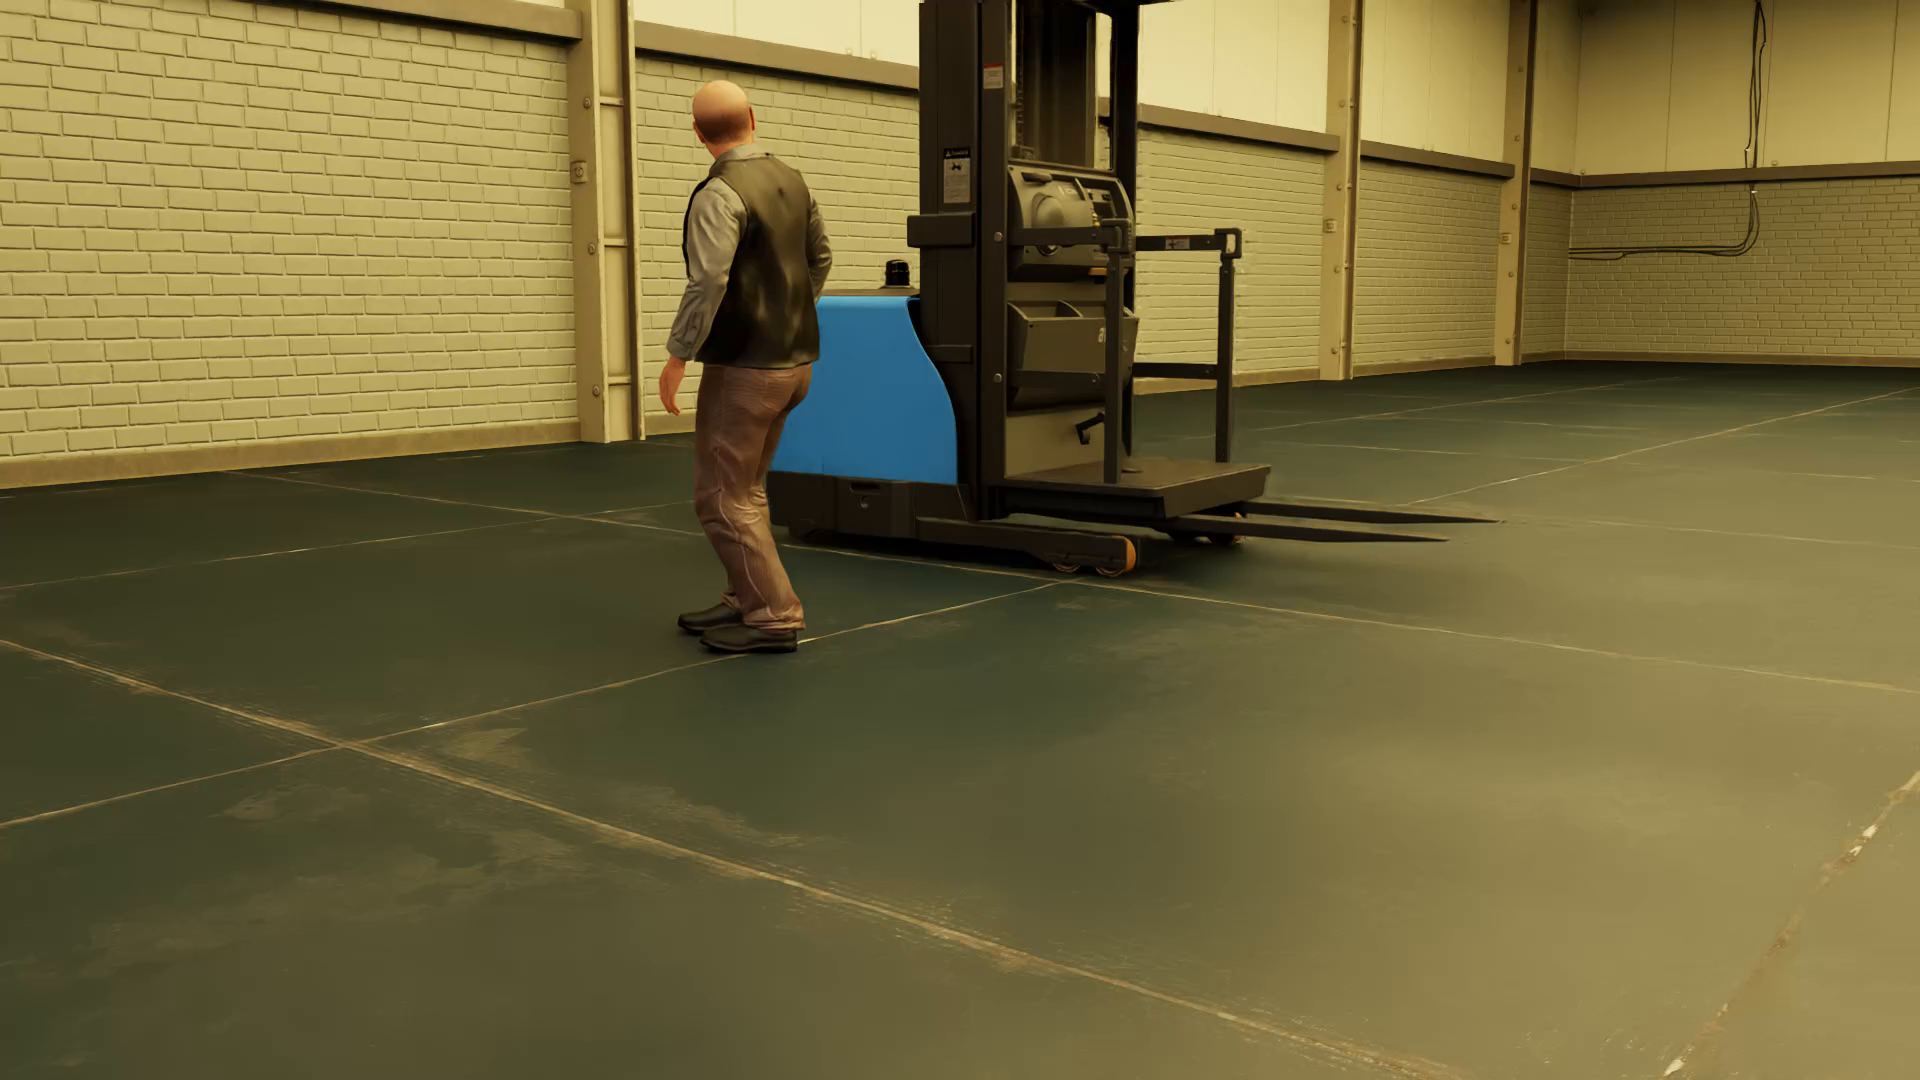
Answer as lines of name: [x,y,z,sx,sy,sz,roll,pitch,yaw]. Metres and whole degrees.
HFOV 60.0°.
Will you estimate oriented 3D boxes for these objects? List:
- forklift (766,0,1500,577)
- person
forklift: [0.644,-1.393,6.800,3.031,2.935,1.130,6,10,34]
person: [-0.709,-0.513,5.040,0.513,1.704,0.731,2,9,15]
